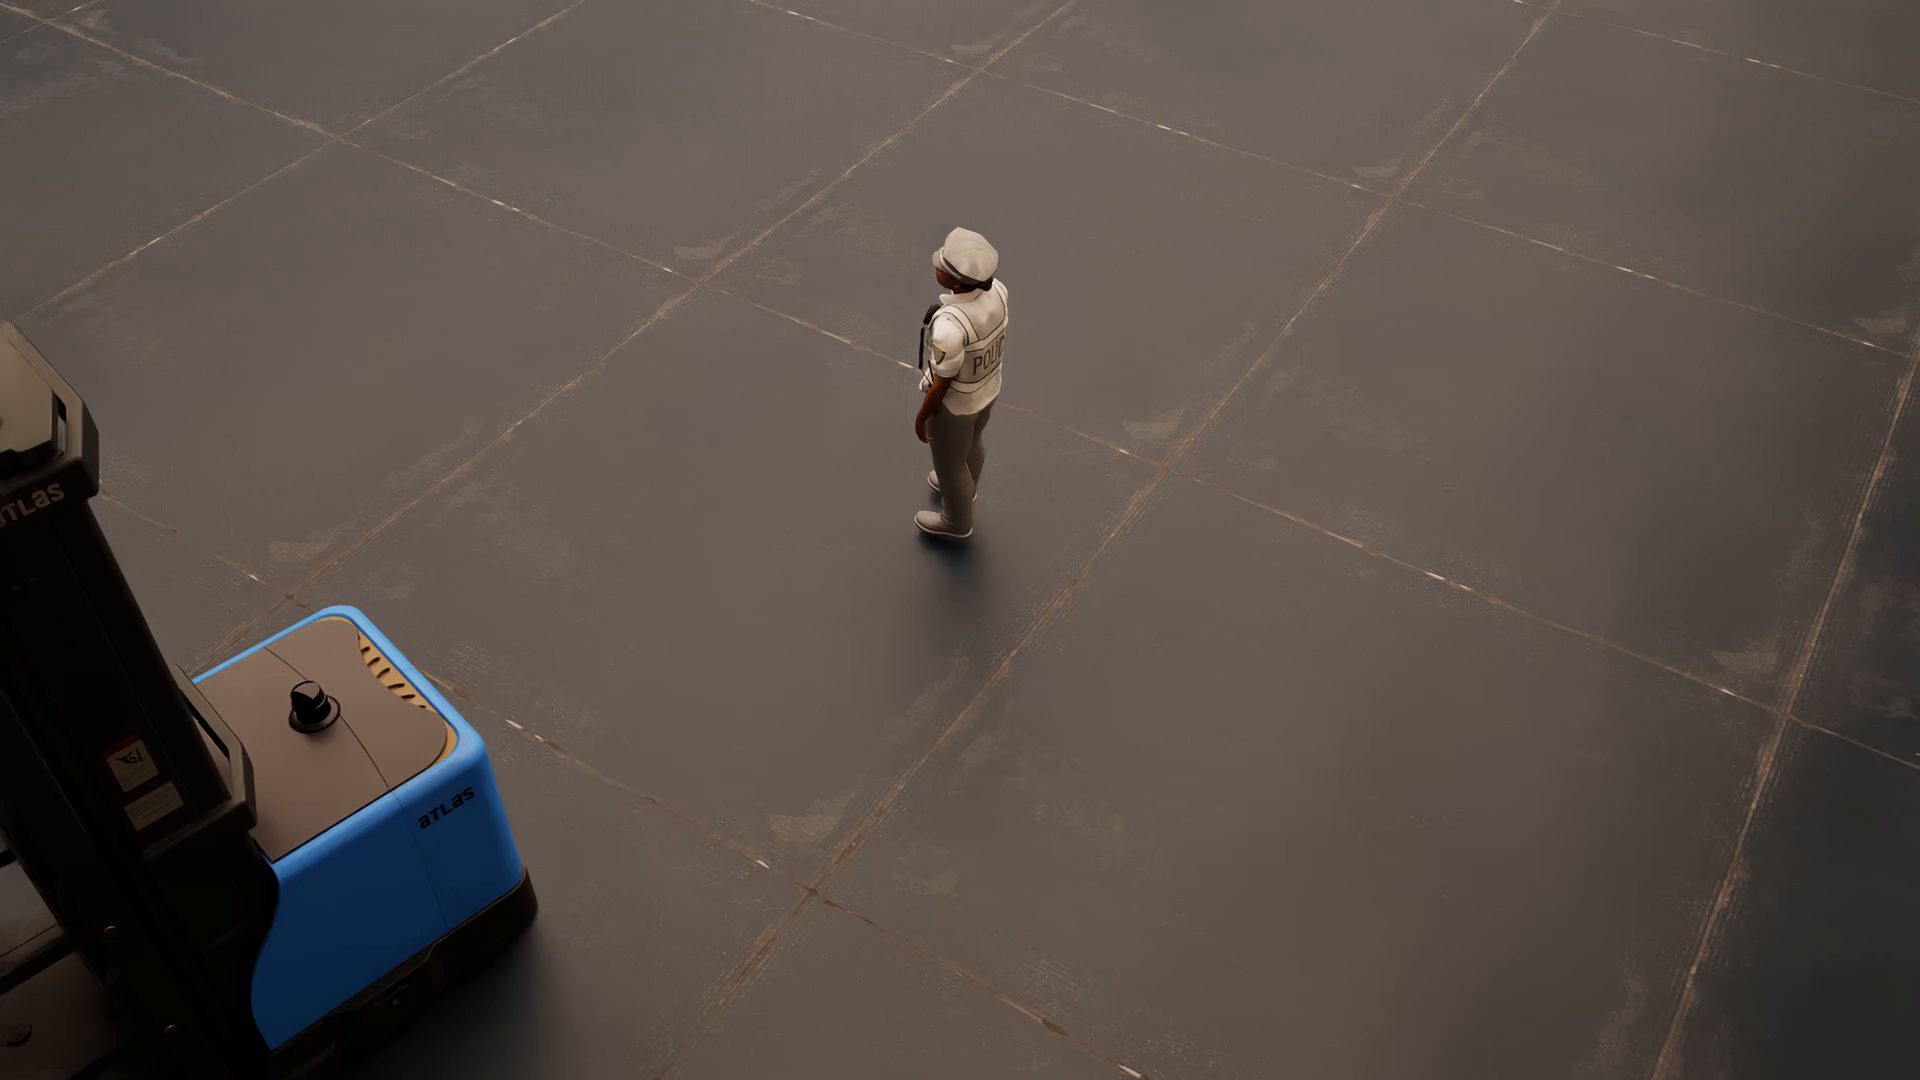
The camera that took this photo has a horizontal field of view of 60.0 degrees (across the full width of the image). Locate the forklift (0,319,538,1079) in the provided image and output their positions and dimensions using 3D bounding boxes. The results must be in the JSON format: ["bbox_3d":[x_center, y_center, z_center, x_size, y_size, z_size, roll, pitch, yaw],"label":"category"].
[{"bbox_3d":[-3.036,0.870,4.931,3.031,2.935,1.130,-33,53,-30],"label":"forklift"}]

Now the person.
[{"bbox_3d":[-0.053,-0.689,7.404,0.528,1.697,0.570,24,48,23],"label":"person"}]
